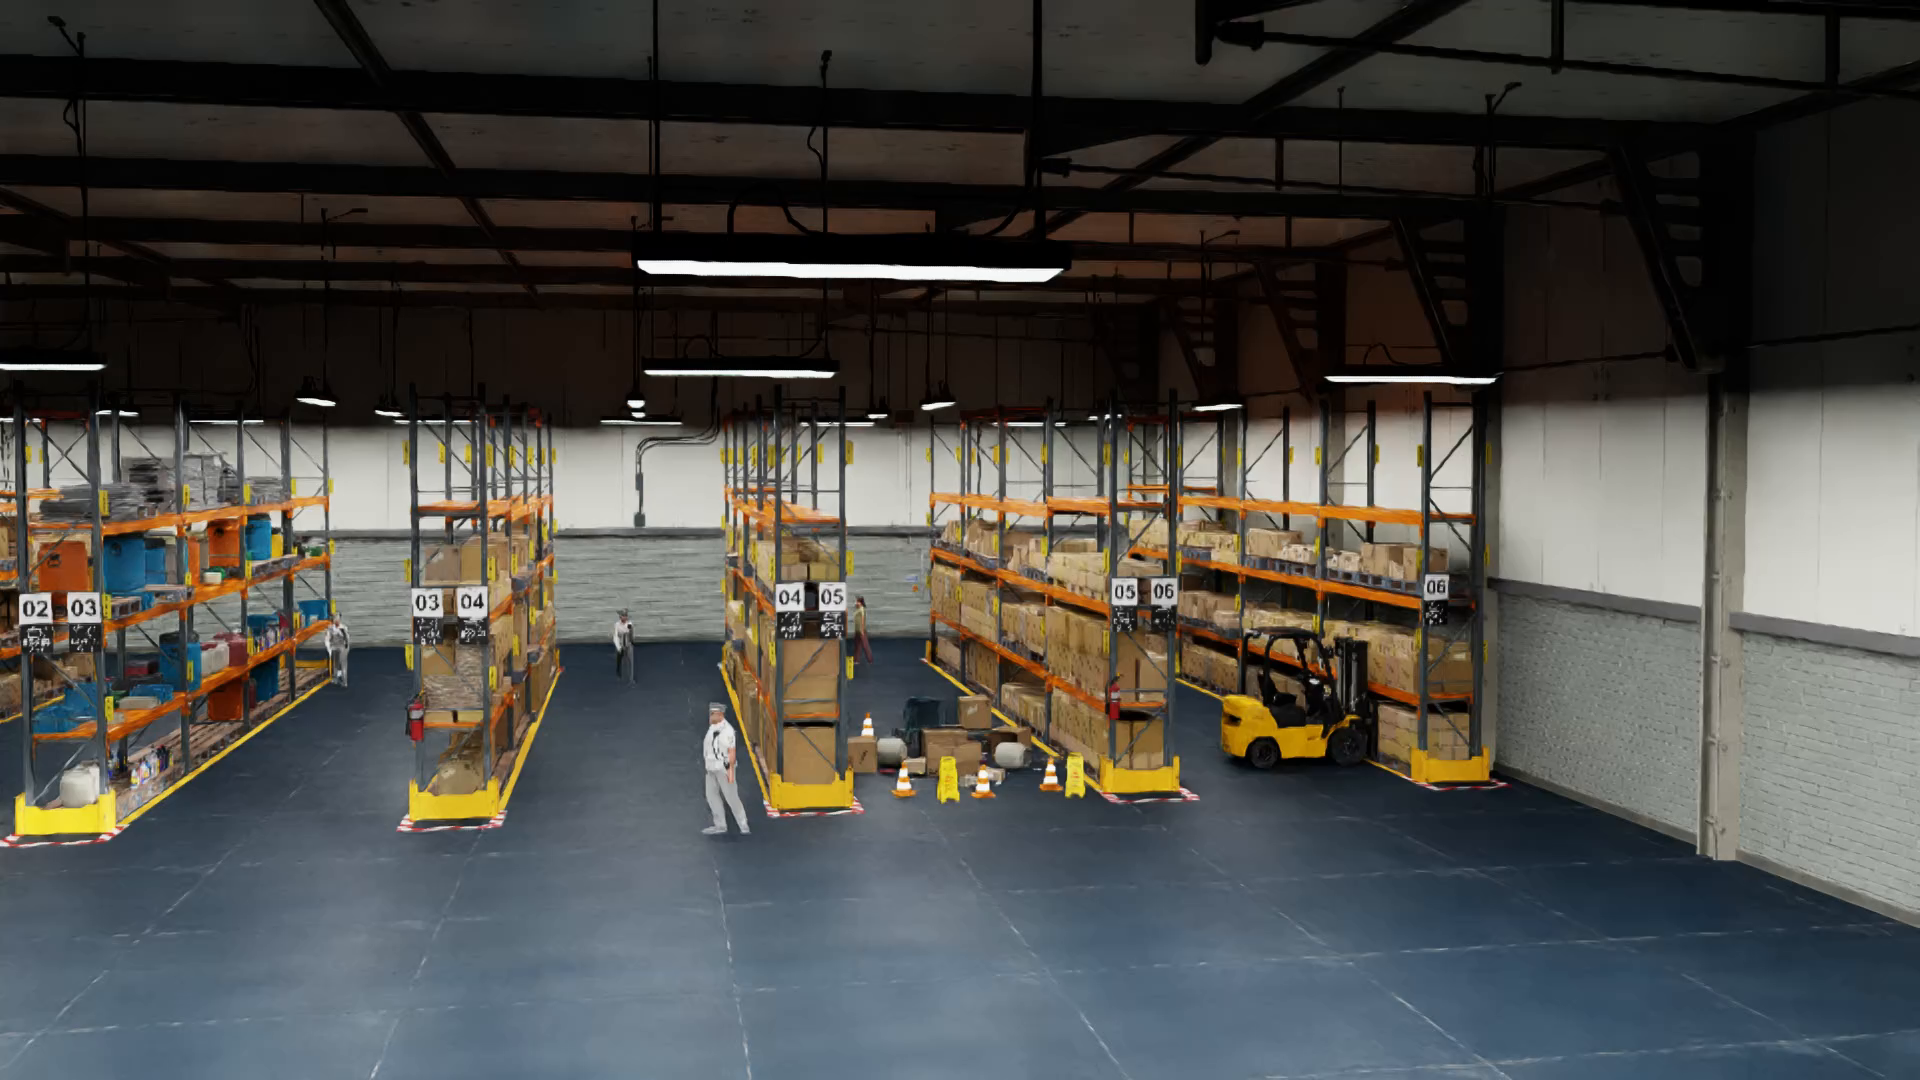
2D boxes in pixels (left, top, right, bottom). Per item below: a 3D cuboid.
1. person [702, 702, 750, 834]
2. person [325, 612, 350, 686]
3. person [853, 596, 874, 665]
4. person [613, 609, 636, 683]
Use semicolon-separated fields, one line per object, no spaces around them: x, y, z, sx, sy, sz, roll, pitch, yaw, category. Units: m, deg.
-3.109;3.017;22.063;0.559;1.745;0.653;-2;4;-38;person
-13.523;2.350;36.120;0.511;1.598;1.057;-1;3;-20;person
-2.380;2.160;39.676;0.614;1.667;0.681;-1;3;-15;person
-7.417;2.319;36.650;0.483;1.615;0.993;-1;3;-19;person
